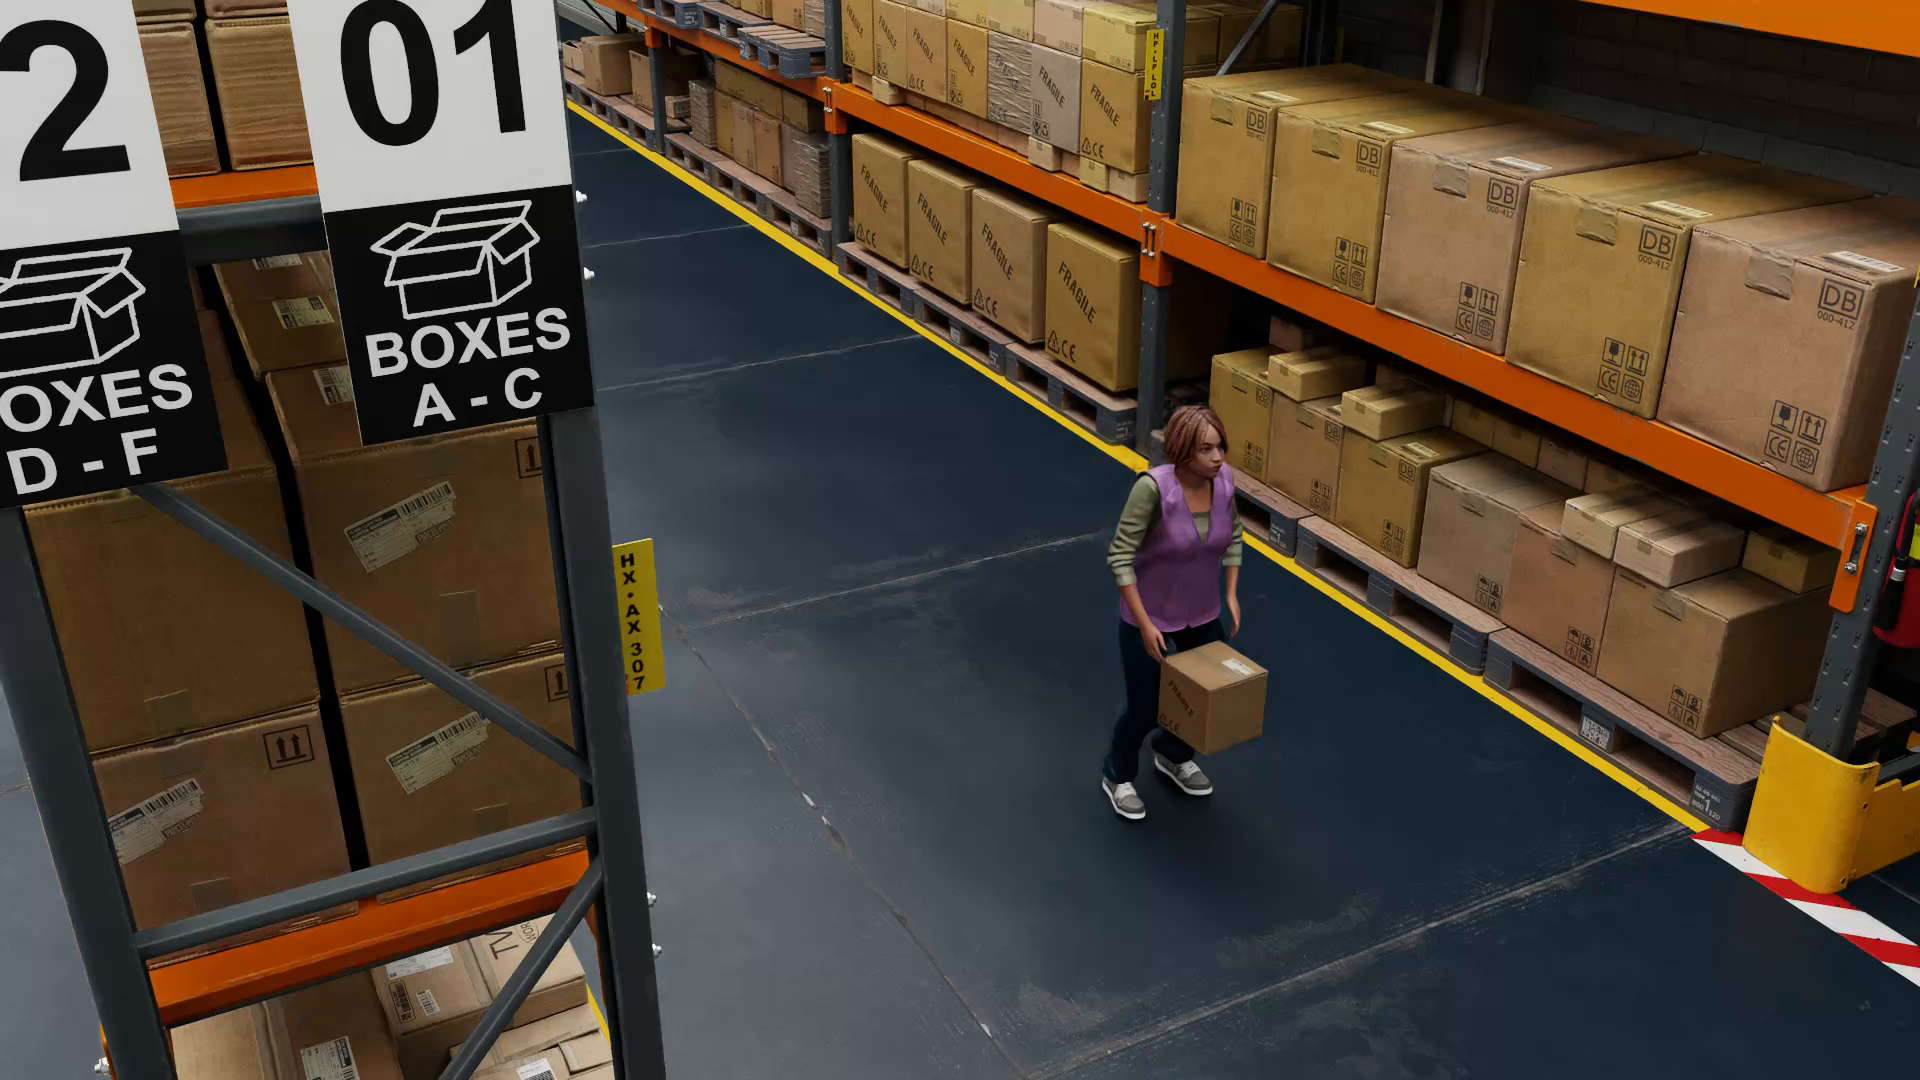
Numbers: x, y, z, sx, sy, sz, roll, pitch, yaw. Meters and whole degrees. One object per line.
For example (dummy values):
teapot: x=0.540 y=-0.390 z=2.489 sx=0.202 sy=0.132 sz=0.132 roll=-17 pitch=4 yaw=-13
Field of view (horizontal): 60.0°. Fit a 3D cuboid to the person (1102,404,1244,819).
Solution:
person: x=0.728 y=0.299 z=5.663 sx=0.536 sy=1.462 sz=0.443 roll=-12 pitch=28 yaw=-23
